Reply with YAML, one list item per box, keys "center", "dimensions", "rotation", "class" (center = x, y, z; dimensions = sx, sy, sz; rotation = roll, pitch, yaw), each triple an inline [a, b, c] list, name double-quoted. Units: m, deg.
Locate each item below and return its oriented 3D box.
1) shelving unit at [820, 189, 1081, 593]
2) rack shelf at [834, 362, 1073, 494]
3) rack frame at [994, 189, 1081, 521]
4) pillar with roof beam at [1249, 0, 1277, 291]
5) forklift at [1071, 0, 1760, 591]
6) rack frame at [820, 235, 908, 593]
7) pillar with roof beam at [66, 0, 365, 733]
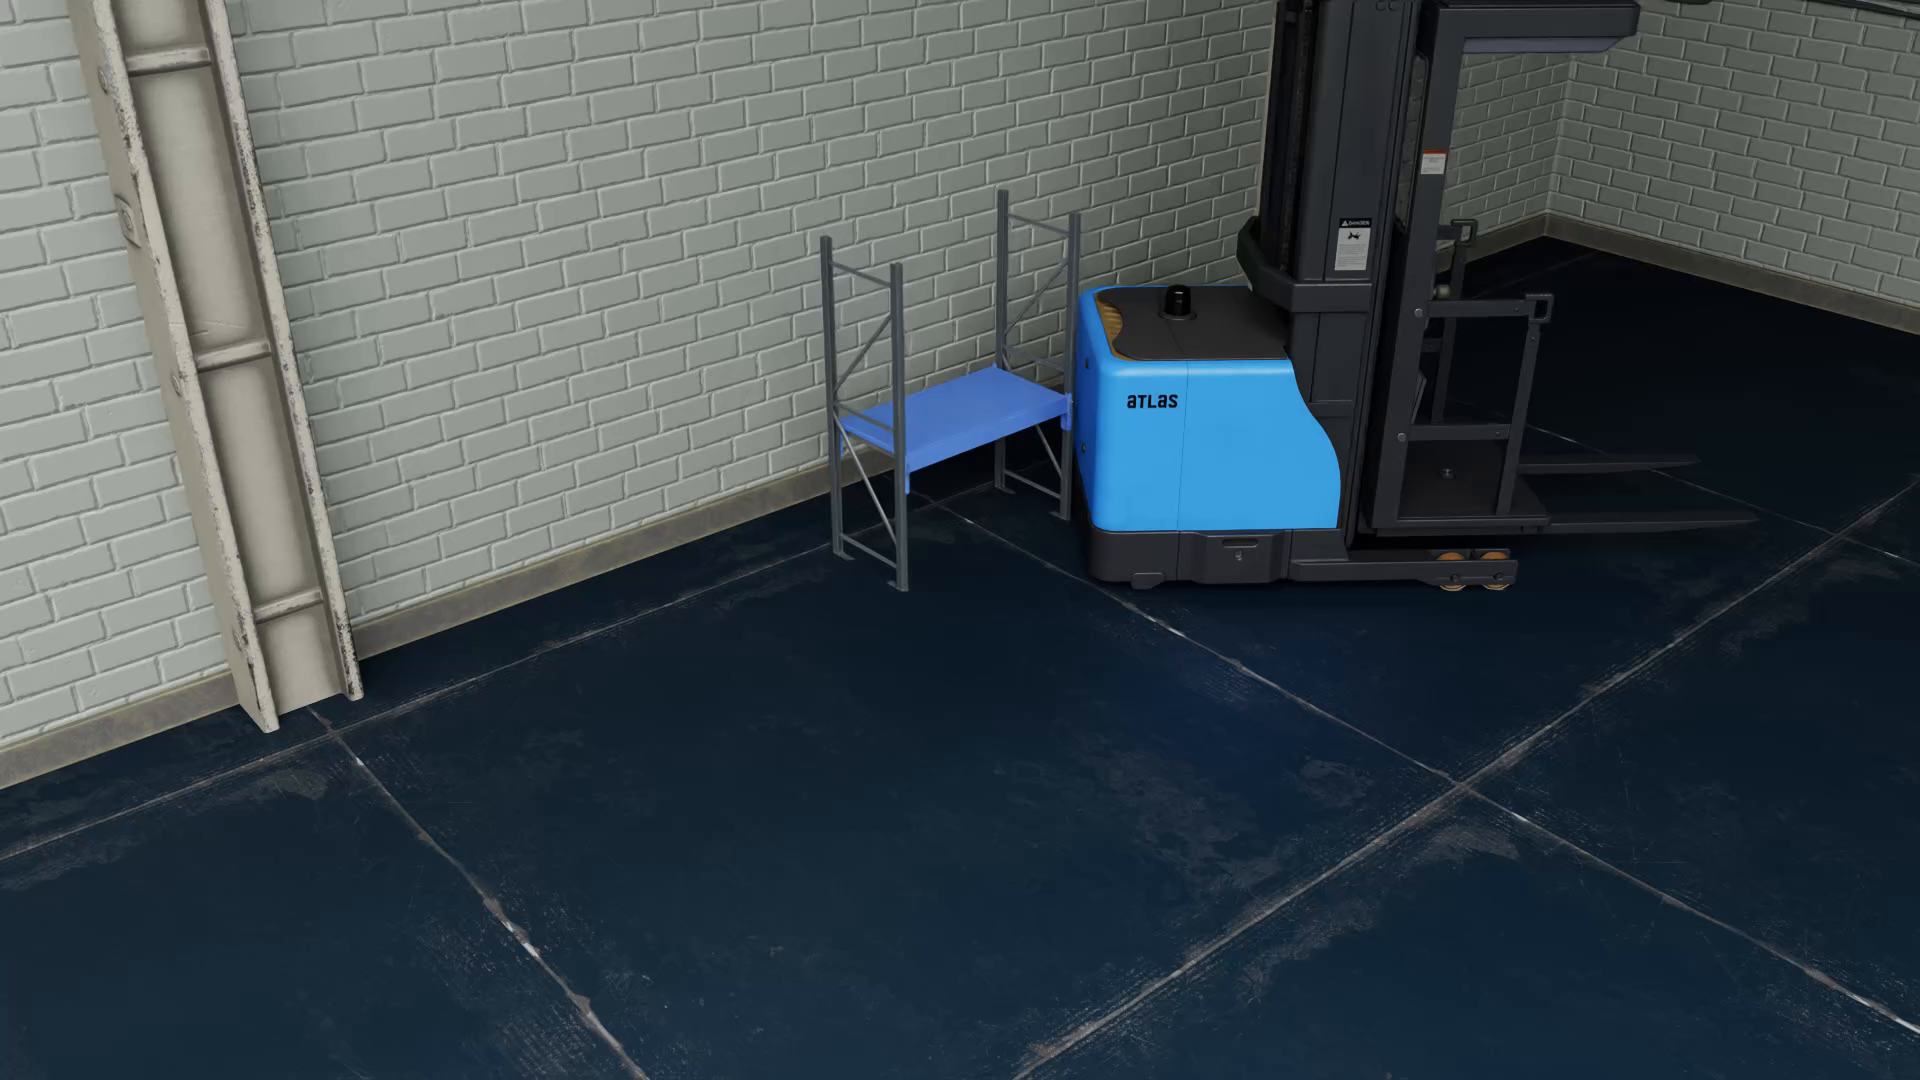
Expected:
- center: [-0.029, -0.681, 7.433]
  dimensions: [1.048, 1.500, 0.538]
  rotation: [-23, 36, -36]
  class: "shelving unit"
- center: [-0.029, -0.522, 7.518]
  dimensions: [1.000, 0.185, 0.538]
  rotation: [-23, 36, -36]
  class: "rack shelf"
- center: [0.349, -0.841, 7.733]
  dimensions: [0.032, 1.500, 0.500]
  rotation: [-23, 36, -36]
  class: "rack frame"
- center: [4.752, -3.636, 5.005]
  dimensions: [0.400, 9.000, 9.100]
  rotation: [-22, 35, -35]
  class: "pillar with roof beam"
- center: [2.061, -1.318, 7.106]
  dimensions: [3.031, 2.935, 1.130]
  rotation: [-1, 28, -2]
  class: "forklift"
- center: [-0.406, -0.521, 7.133]
  dimensions: [0.032, 1.500, 0.500]
  rotation: [-23, 36, -36]
  class: "rack frame"
- center: [0.187, -1.800, 1.571]
  dimensions: [0.400, 9.000, 9.100]
  rotation: [-22, 35, -35]
  class: "pillar with roof beam"
